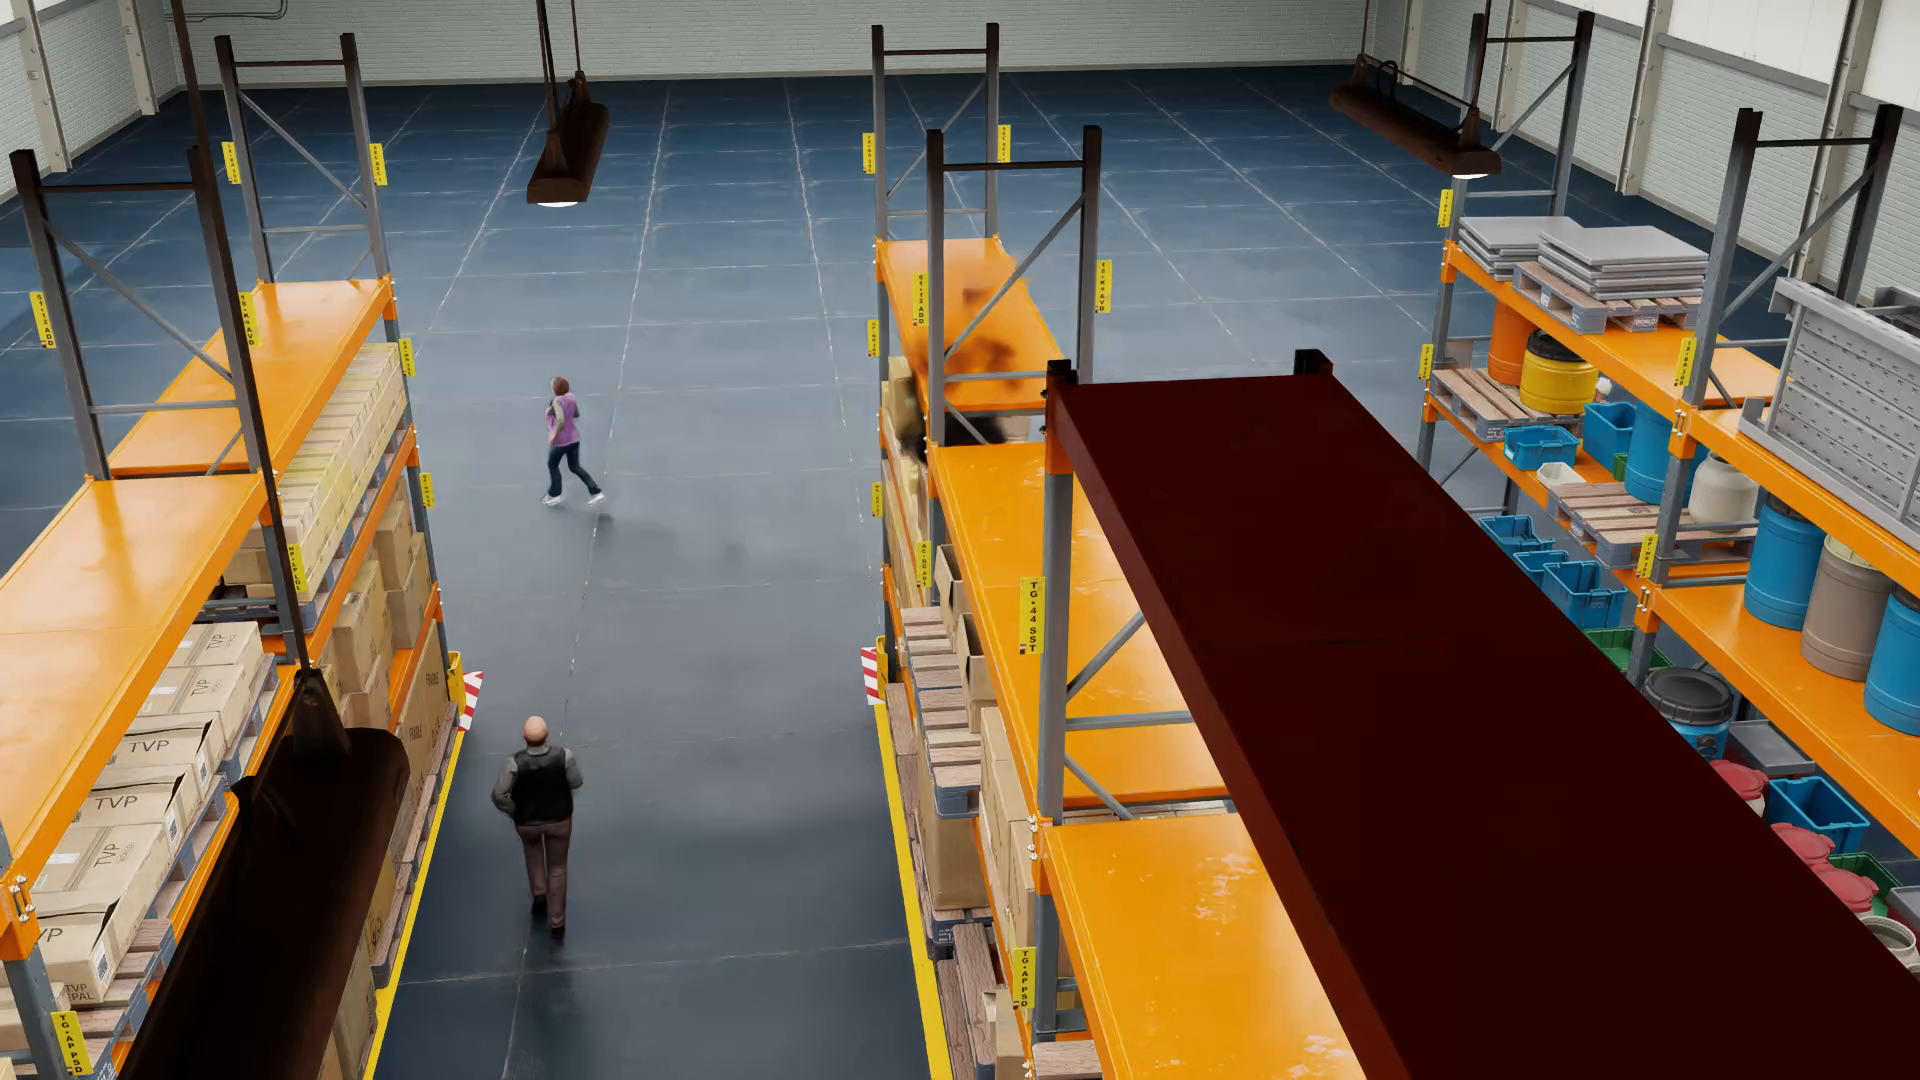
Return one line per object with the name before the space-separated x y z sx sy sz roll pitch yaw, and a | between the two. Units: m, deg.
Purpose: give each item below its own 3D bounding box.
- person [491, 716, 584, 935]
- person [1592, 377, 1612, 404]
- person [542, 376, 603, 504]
person | -3.055 2.064 12.212 0.635 1.770 0.756 -4 26 -9
person | 6.900 -0.993 18.539 0.571 1.741 0.644 8 27 16
person | -4.484 -1.099 18.947 0.860 1.614 0.550 14 29 27
